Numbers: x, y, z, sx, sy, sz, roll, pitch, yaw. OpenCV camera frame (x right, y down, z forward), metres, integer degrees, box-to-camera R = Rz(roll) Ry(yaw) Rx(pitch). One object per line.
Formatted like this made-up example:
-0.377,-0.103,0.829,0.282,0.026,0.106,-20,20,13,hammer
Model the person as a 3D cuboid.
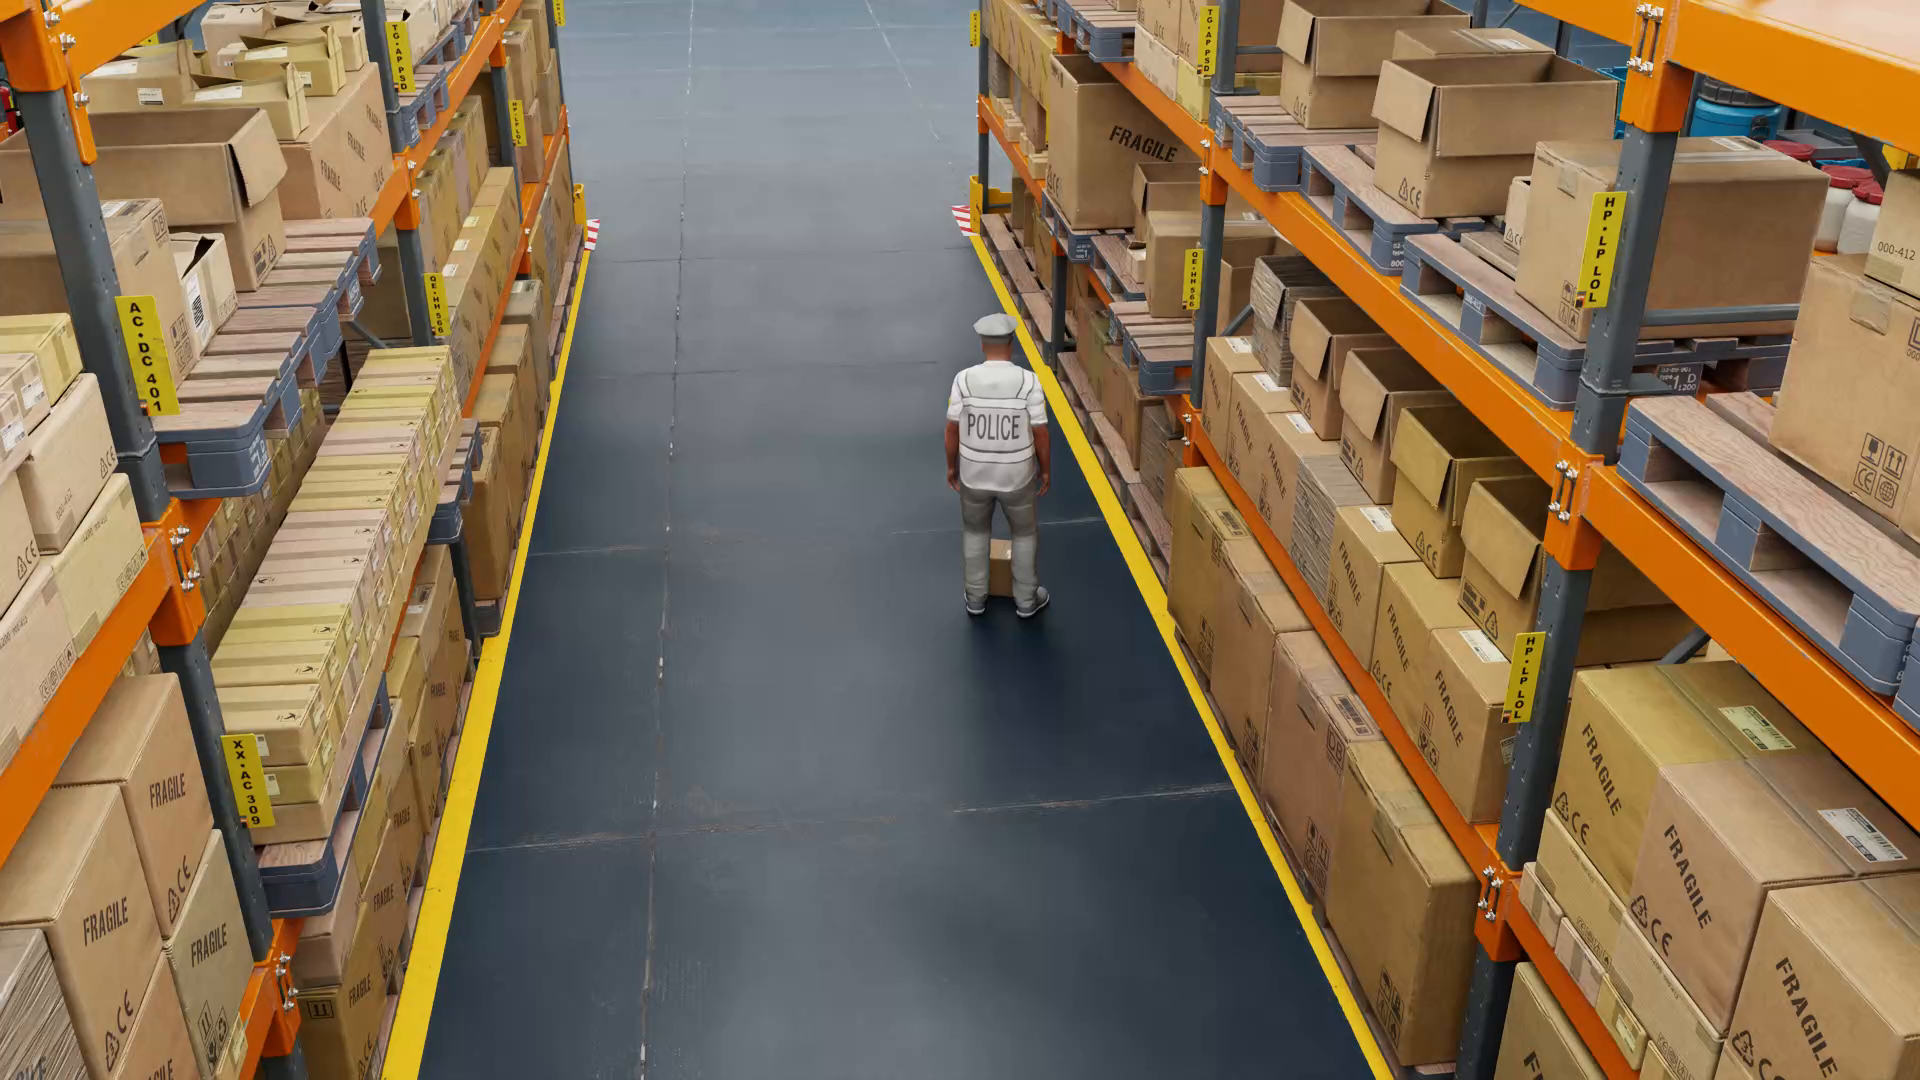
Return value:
0.213,-0.380,9.355,0.594,1.748,0.434,4,27,8,person
